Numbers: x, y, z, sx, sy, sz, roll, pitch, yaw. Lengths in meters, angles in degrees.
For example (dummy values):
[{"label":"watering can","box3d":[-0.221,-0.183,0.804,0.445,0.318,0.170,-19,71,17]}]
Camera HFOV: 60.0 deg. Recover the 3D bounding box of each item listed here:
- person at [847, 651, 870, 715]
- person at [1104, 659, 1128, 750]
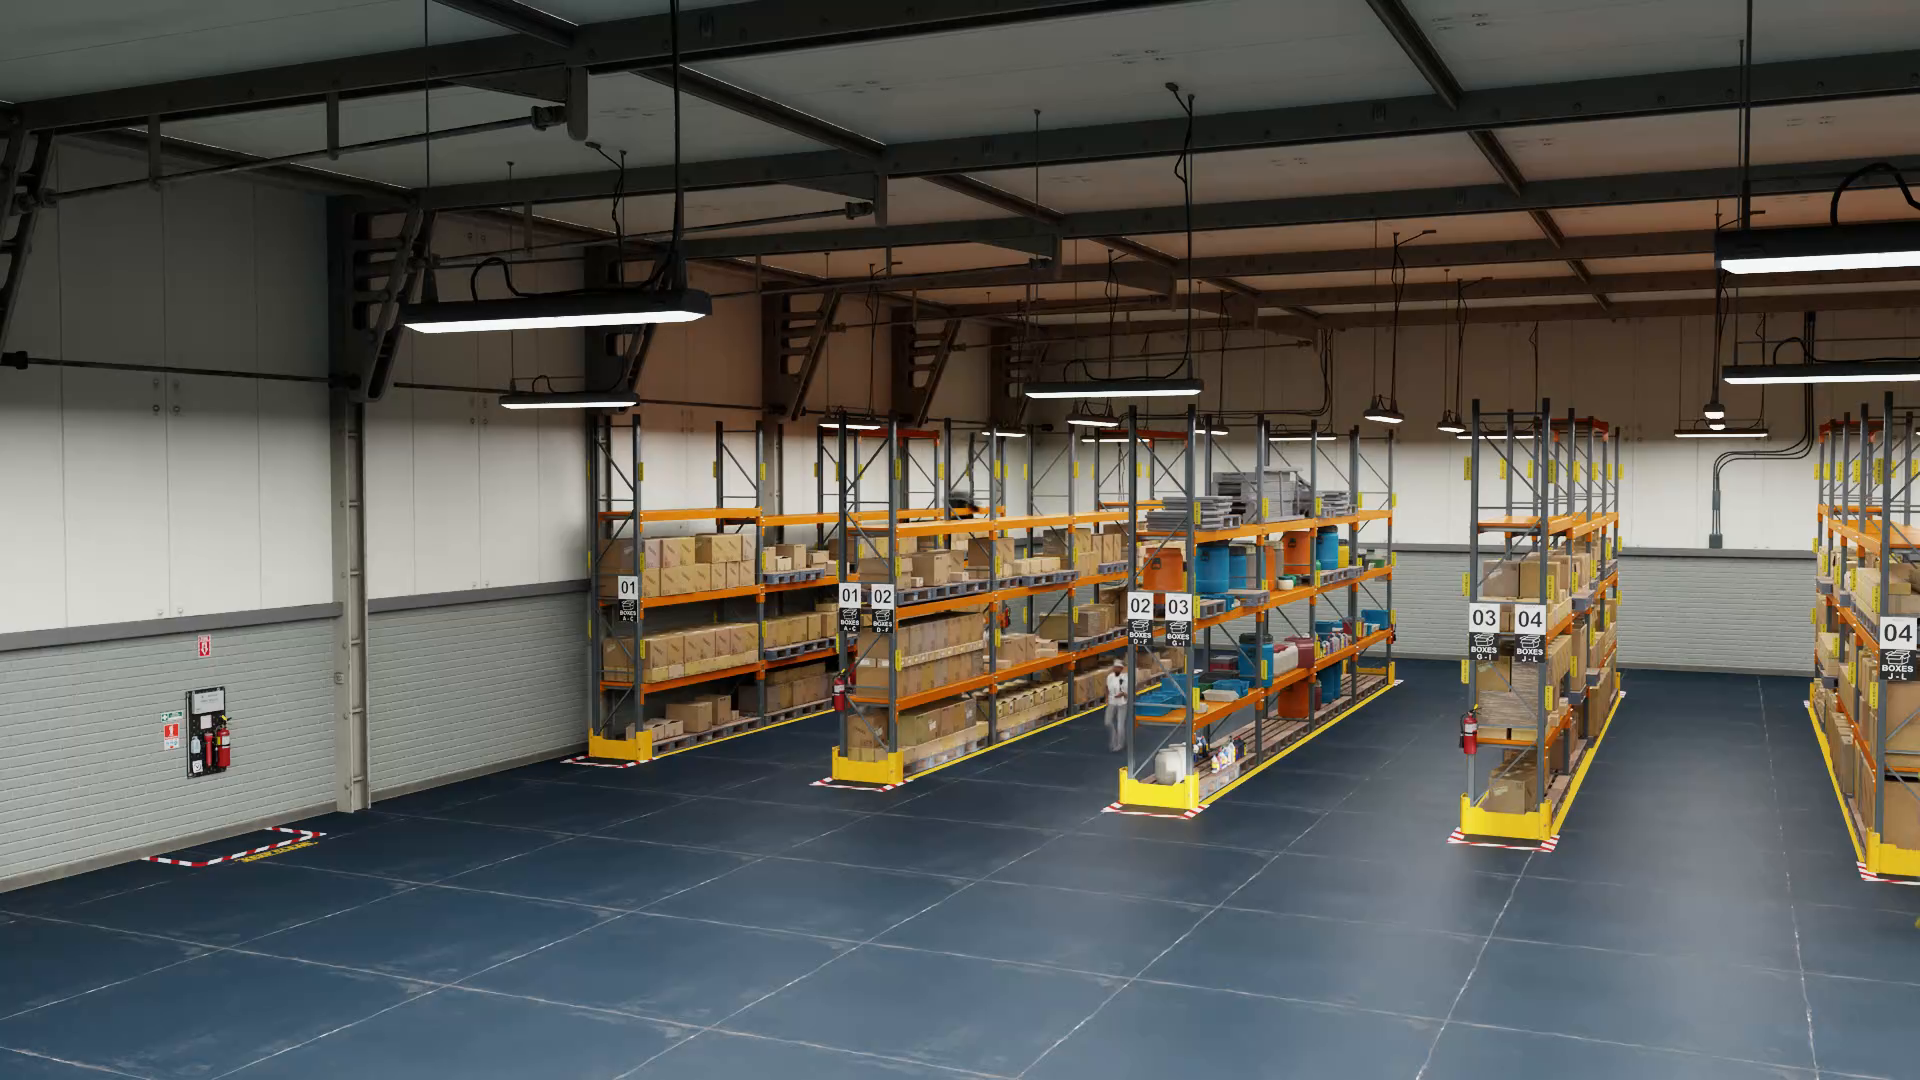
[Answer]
[{"label":"person","box3d":[-1.796,2.891,30.795,0.672,1.731,0.918,1,3,24]},{"label":"person","box3d":[2.816,2.938,29.693,0.571,1.652,0.658,1,3,23]}]
